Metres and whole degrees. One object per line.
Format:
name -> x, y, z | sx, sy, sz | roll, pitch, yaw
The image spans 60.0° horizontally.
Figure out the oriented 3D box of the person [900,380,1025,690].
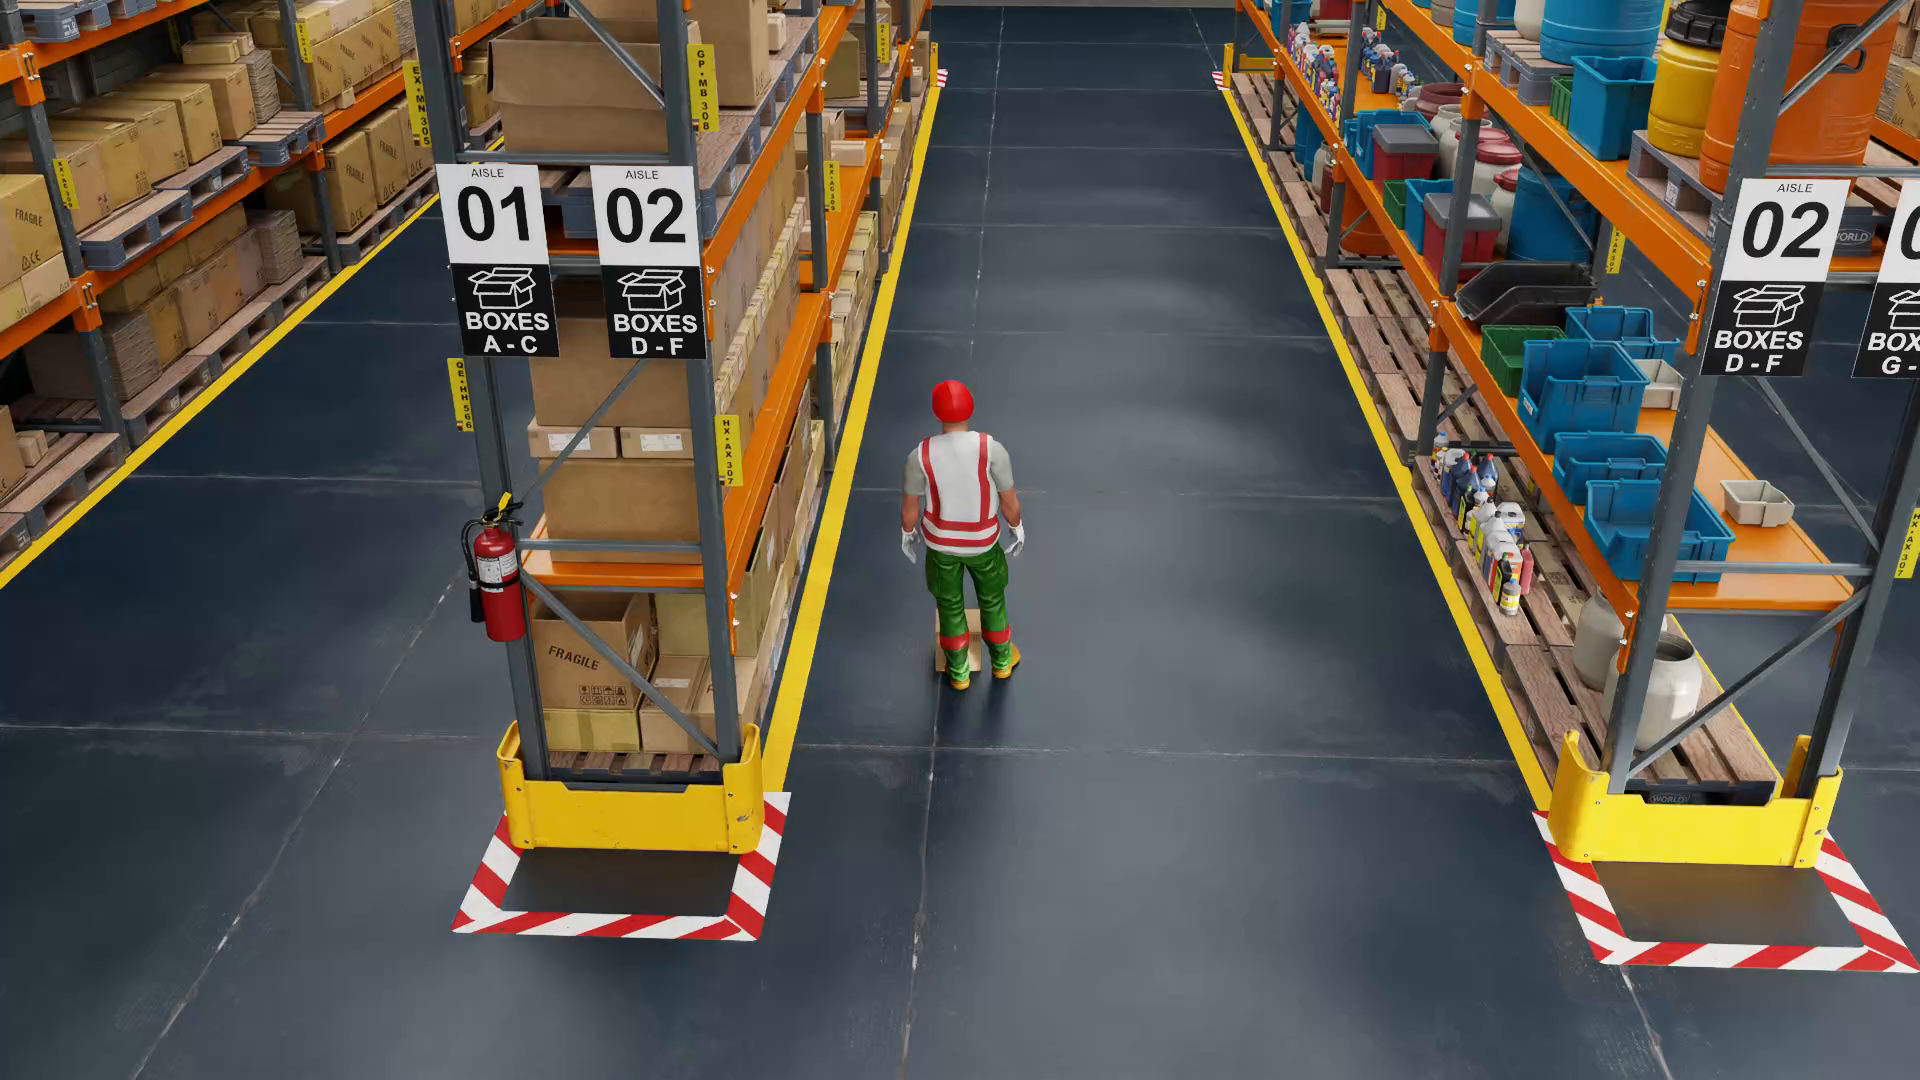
person -> 0.018, -0.045, 8.660 | 0.638, 1.787, 0.564 | 1, 28, 2
